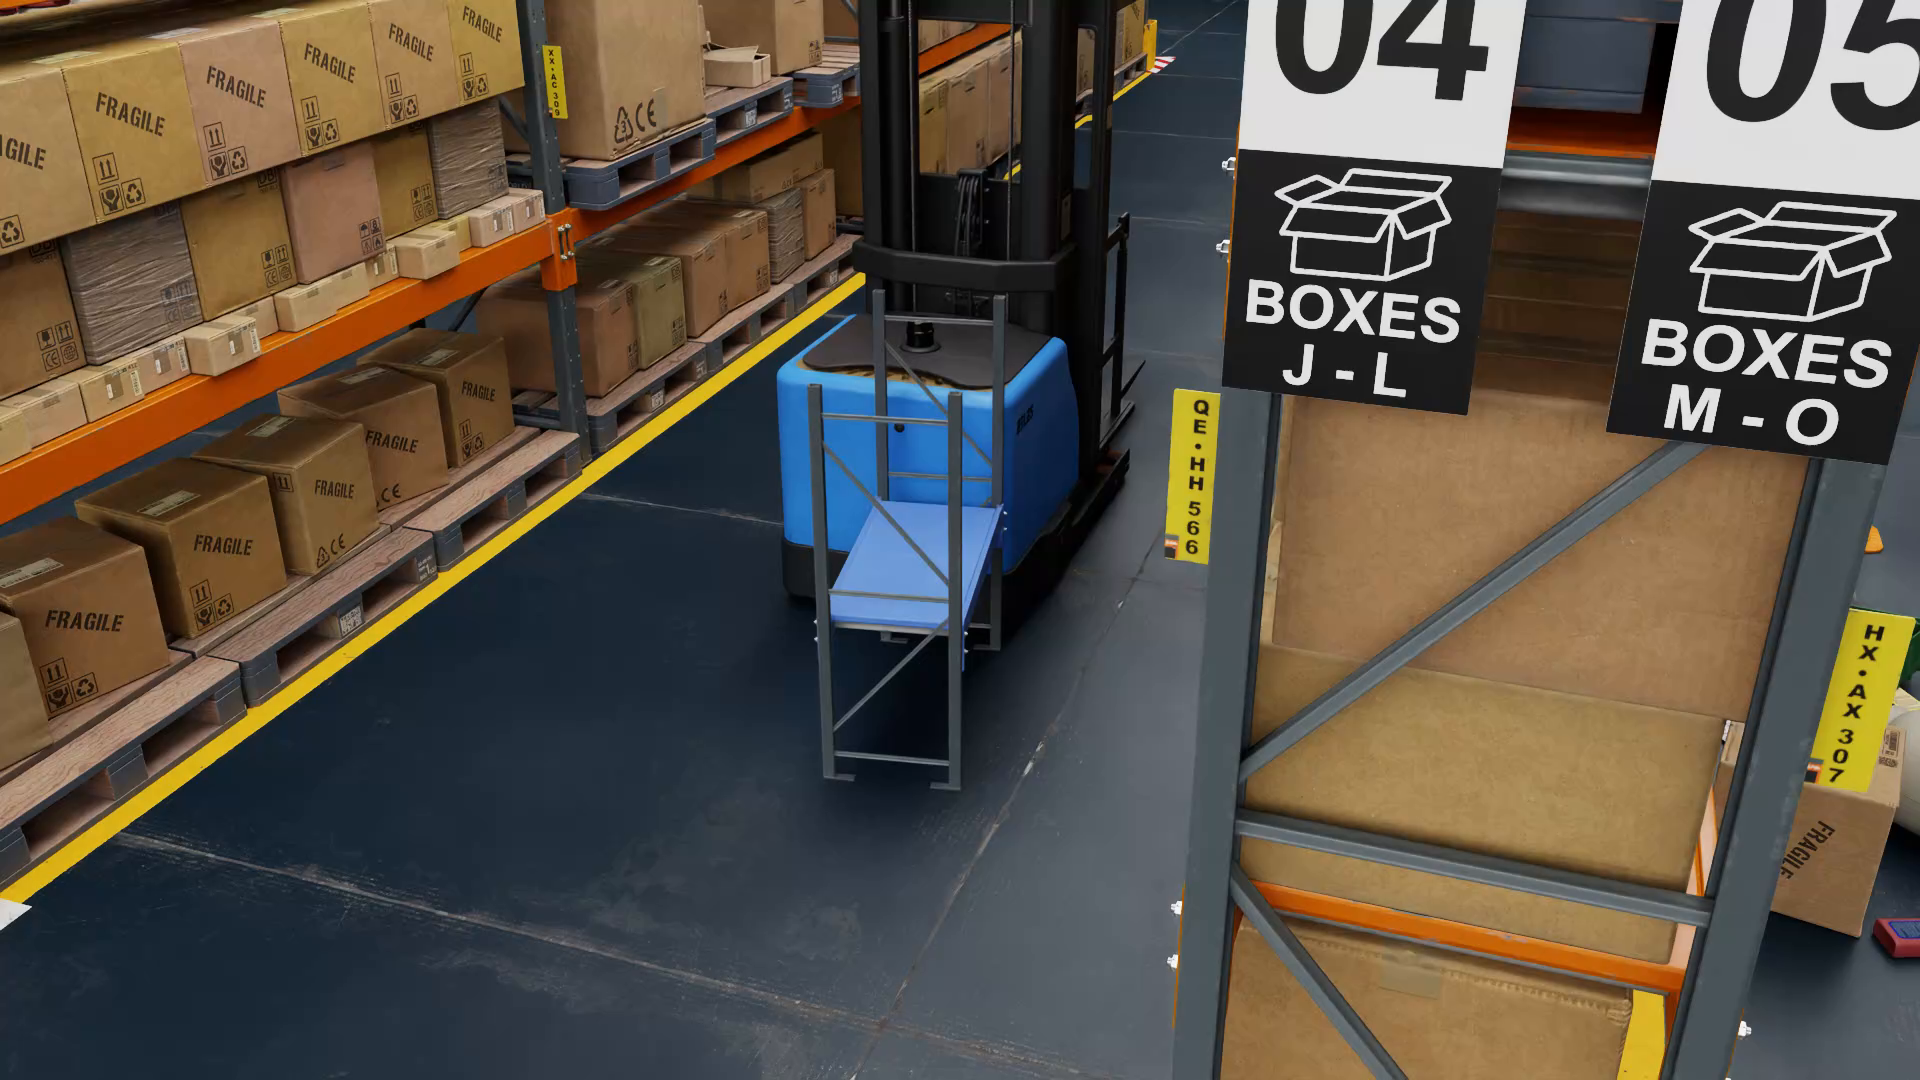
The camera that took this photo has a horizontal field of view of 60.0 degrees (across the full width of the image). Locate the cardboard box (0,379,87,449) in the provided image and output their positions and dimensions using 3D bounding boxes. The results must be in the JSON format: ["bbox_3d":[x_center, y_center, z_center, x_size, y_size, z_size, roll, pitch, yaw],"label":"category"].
[{"bbox_3d":[-3.137,-0.432,5.489,0.380,0.149,0.250,9,27,17],"label":"cardboard box"}]

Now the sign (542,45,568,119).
[{"bbox_3d":[-1.874,-2.114,7.682,0.100,0.325,0.005,9,27,17],"label":"sign"}]

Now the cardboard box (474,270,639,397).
[{"bbox_3d":[-2.163,-1.122,8.990,0.700,0.500,0.500,7,27,13],"label":"cardboard box"}]

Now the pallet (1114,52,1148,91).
[{"bbox_3d":[1.413,-5.137,18.117,1.003,0.211,1.213,9,27,17],"label":"pallet"}]

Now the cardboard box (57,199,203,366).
[{"bbox_3d":[-3.250,-0.980,5.875,0.875,0.500,0.500,9,27,17],"label":"cardboard box"}]

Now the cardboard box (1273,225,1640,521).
[{"bbox_3d":[1.181,-0.335,3.590,0.875,0.550,0.550,9,27,17],"label":"cardboard box"}]

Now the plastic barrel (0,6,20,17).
[{"bbox_3d":[-6.289,-3.243,10.849,0.433,0.535,0.433,0,26,0],"label":"plastic barrel"}]

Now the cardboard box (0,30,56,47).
[{"bbox_3d":[-3.439,-1.459,5.717,0.500,0.500,0.500,9,27,17],"label":"cardboard box"}]

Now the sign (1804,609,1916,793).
[{"bbox_3d":[1.446,0.262,2.683,0.100,0.325,0.005,9,27,17],"label":"sign"}]

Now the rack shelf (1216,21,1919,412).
[{"bbox_3d":[1.590,-1.244,4.260,1.077,0.370,4.000,9,27,17],"label":"rack shelf"}]

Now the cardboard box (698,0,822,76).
[{"bbox_3d":[-1.290,-3.206,10.334,0.700,0.500,0.500,13,29,25],"label":"cardboard box"}]

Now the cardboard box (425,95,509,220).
[{"bbox_3d":[-2.596,-1.803,7.576,0.875,0.500,0.500,9,27,17],"label":"cardboard box"}]

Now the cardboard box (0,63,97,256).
[{"bbox_3d":[-3.106,-1.176,5.134,0.500,0.500,0.500,9,27,17],"label":"cardboard box"}]

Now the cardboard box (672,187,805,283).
[{"bbox_3d":[-1.433,-2.009,10.821,0.700,0.500,0.500,6,27,13],"label":"cardboard box"}]

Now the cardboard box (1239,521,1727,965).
[{"bbox_3d":[1.006,0.378,3.356,0.875,0.550,0.550,9,27,17],"label":"cardboard box"}]

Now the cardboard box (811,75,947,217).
[{"bbox_3d":[-0.807,-2.957,12.372,1.225,0.875,0.875,7,27,15],"label":"cardboard box"}]

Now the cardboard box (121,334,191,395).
[{"bbox_3d":[-2.989,-0.641,5.919,0.380,0.149,0.250,9,27,17],"label":"cardboard box"}]

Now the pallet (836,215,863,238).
[{"bbox_3d":[-0.723,-2.502,12.675,1.003,0.211,1.213,9,27,17],"label":"pallet"}]

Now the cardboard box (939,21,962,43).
[{"bbox_3d":[-0.302,-4.073,12.605,0.500,0.500,0.500,8,27,17],"label":"cardboard box"}]

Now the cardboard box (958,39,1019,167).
[{"bbox_3d":[-0.216,-3.687,13.880,1.225,0.875,0.875,8,27,16],"label":"cardboard box"}]

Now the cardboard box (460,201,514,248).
[{"bbox_3d":[-2.274,-1.455,7.601,0.380,0.149,0.250,9,27,17],"label":"cardboard box"}]

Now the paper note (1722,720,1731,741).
[{"bbox_3d":[2.886,0.704,6.260,0.147,0.020,0.142,-9,27,-18],"label":"paper note"}]

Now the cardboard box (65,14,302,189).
[{"bbox_3d":[-2.780,-1.588,5.985,0.500,0.500,0.500,9,27,17],"label":"cardboard box"}]

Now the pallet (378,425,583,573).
[{"bbox_3d":[-2.578,-0.264,8.053,1.003,0.211,1.213,9,27,17],"label":"pallet"}]

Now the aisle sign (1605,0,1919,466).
[{"bbox_3d":[1.184,-0.493,2.343,0.394,0.787,0.004,9,27,17],"label":"aisle sign"}]

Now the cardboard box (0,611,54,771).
[{"bbox_3d":[-3.495,0.525,5.609,0.500,0.500,0.500,14,29,27],"label":"cardboard box"}]

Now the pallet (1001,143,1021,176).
[{"bbox_3d":[0.089,-3.505,14.746,1.003,0.211,1.213,9,27,17],"label":"pallet"}]

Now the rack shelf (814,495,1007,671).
[{"bbox_3d":[-0.160,0.137,6.159,0.538,0.185,1.000,4,26,8],"label":"rack shelf"}]

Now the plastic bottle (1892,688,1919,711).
[{"bbox_3d":[3.587,0.615,6.409,0.133,0.061,0.283,-5,26,-9],"label":"plastic bottle"}]

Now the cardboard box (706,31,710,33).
[{"bbox_3d":[-1.831,-2.910,10.009,0.500,0.250,0.500,8,27,16],"label":"cardboard box"}]

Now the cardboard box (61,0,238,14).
[{"bbox_3d":[-3.109,-1.870,6.567,0.500,0.500,0.500,9,27,17],"label":"cardboard box"}]

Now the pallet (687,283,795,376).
[{"bbox_3d":[-1.726,-1.368,10.334,1.003,0.211,1.213,9,27,17],"label":"pallet"}]

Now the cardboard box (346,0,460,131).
[{"bbox_3d":[-2.443,-1.999,6.833,0.500,0.500,0.500,9,27,17],"label":"cardboard box"}]

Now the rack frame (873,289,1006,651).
[{"bbox_3d":[-0.079,-0.243,6.532,0.500,1.500,0.032,4,26,8],"label":"rack frame"}]

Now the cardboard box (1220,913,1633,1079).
[{"bbox_3d":[1.088,1.083,4.027,0.875,0.875,0.875,9,27,18],"label":"cardboard box"}]

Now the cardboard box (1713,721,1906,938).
[{"bbox_3d":[2.707,0.871,5.374,0.500,0.500,0.500,14,29,26],"label":"cardboard box"}]

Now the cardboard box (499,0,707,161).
[{"bbox_3d":[-1.991,-2.566,8.436,1.000,1.000,1.000,9,27,18],"label":"cardboard box"}]

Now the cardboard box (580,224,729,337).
[{"bbox_3d":[-1.801,-1.546,9.864,0.700,0.500,0.500,6,27,13],"label":"cardboard box"}]

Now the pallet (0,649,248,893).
[{"bbox_3d":[-3.390,0.739,5.982,1.003,0.211,1.213,9,27,17],"label":"pallet"}]

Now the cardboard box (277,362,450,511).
[{"bbox_3d":[-2.742,-0.469,7.663,0.500,0.500,0.500,19,32,34],"label":"cardboard box"}]

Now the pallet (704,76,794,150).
[{"bbox_3d":[-1.677,-2.538,9.771,1.003,0.211,1.213,9,27,17],"label":"pallet"}]

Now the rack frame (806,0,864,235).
[{"bbox_3d":[-1.057,-3.444,11.421,1.000,3.000,0.127,9,27,17],"label":"rack frame"}]

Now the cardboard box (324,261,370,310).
[{"bbox_3d":[-2.645,-1.050,6.764,0.380,0.149,0.250,9,27,17],"label":"cardboard box"}]

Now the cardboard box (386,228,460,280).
[{"bbox_3d":[-2.392,-1.242,7.161,0.380,0.149,0.250,9,27,17],"label":"cardboard box"}]

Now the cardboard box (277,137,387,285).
[{"bbox_3d":[-2.867,-1.383,6.708,0.875,0.500,0.500,9,27,17],"label":"cardboard box"}]

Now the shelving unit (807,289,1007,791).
[{"bbox_3d":[-0.160,-0.025,6.080,0.538,1.500,1.048,4,26,8],"label":"shelving unit"}]

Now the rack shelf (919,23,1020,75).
[{"bbox_3d":[-0.391,-3.942,13.275,1.077,0.370,4.000,9,27,17],"label":"rack shelf"}]

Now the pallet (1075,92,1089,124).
[{"bbox_3d":[0.601,-4.134,16.046,1.003,0.211,1.213,9,27,17],"label":"pallet"}]

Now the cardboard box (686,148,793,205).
[{"bbox_3d":[-1.418,-2.355,10.676,0.500,0.250,0.500,12,28,23],"label":"cardboard box"}]

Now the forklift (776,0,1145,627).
[{"bbox_3d":[0.213,-1.578,7.645,1.130,2.935,3.031,9,27,18],"label":"forklift"}]

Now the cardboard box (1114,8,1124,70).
[{"bbox_3d":[1.165,-5.316,17.243,0.875,0.875,0.875,9,27,17],"label":"cardboard box"}]

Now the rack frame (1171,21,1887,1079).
[{"bbox_3d":[0.925,0.604,3.060,1.000,3.000,0.127,9,27,17],"label":"rack frame"}]

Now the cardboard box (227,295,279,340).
[{"bbox_3d":[-2.850,-0.850,6.352,0.380,0.149,0.250,9,27,17],"label":"cardboard box"}]

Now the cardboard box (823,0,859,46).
[{"bbox_3d":[-0.638,-3.649,11.730,0.500,0.500,0.500,10,27,19],"label":"cardboard box"}]

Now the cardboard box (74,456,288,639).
[{"bbox_3d":[-3.102,0.020,6.653,0.500,0.500,0.500,11,28,22],"label":"cardboard box"}]

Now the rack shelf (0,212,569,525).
[{"bbox_3d":[-3.053,-0.655,6.485,1.077,0.370,4.000,9,27,17],"label":"rack shelf"}]

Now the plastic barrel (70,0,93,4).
[{"bbox_3d":[-6.008,-3.586,11.586,0.421,0.512,0.421,0,26,0],"label":"plastic barrel"}]
